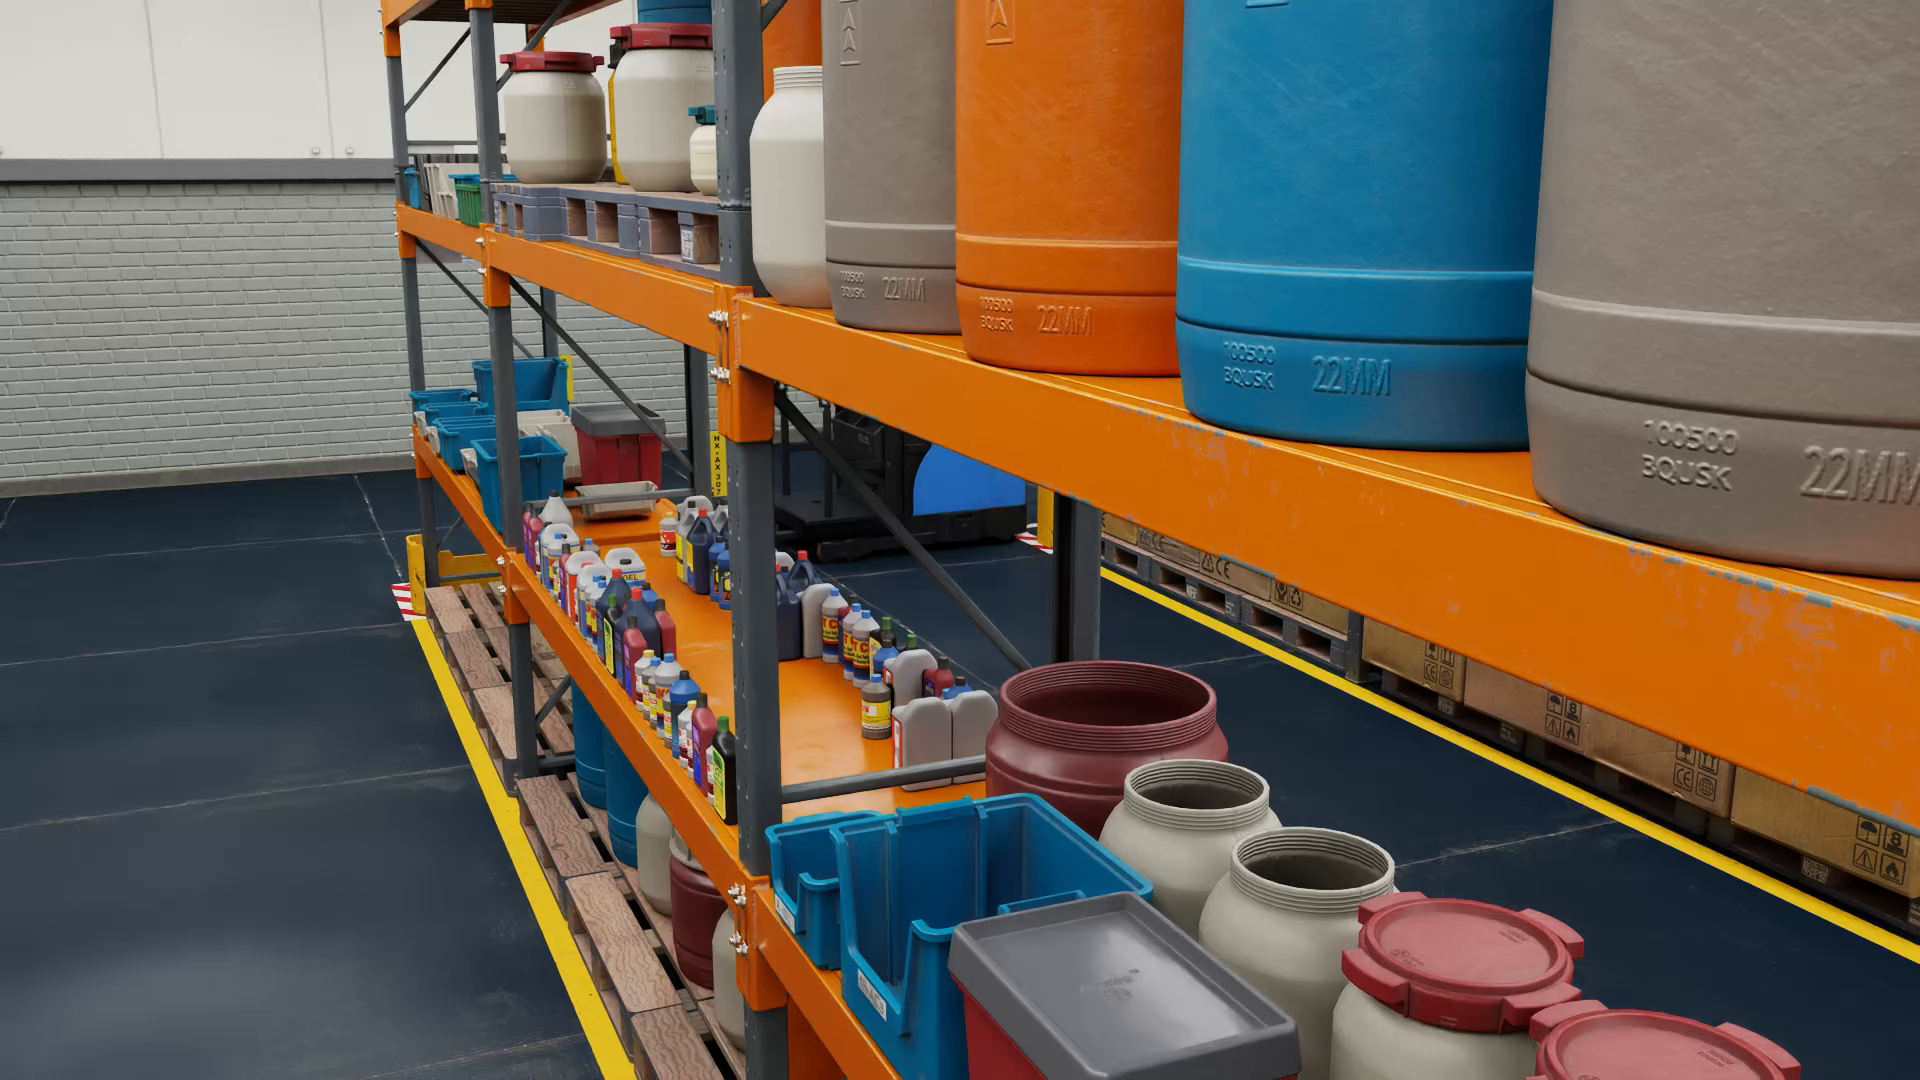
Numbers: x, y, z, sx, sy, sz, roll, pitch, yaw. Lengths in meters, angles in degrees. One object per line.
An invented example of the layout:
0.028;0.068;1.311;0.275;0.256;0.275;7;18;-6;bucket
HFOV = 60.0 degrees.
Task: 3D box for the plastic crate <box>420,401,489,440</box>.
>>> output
-3.244;-0.749;10.692;0.416;0.233;0.300;-6;14;-23;plastic crate

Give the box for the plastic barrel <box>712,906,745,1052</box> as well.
-0.620;1.434;5.608;0.421;0.512;0.421;0;13;0;plastic barrel

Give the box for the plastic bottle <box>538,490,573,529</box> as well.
-1.842;-0.057;7.575;0.144;0.351;0.185;-6;14;-23;plastic bottle

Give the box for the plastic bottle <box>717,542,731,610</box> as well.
-0.953;0.146;6.873;0.097;0.271;0.097;0;13;0;plastic bottle

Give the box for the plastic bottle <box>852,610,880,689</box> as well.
-0.330;0.382;5.854;0.097;0.271;0.097;0;13;0;plastic bottle

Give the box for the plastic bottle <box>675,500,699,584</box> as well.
-1.166;0.006;7.302;0.144;0.351;0.185;-6;14;-23;plastic bottle

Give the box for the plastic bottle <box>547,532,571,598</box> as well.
-1.698;0.103;7.058;0.097;0.271;0.097;0;13;0;plastic bottle

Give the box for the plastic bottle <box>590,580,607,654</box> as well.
-1.342;0.287;6.264;0.097;0.271;0.097;0;13;0;plastic bottle

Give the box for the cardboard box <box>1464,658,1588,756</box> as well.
3.469;0.506;8.810;1.225;0.875;0.875;-6;14;-25;cardboard box

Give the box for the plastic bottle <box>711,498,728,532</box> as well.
-1.034;-0.007;7.359;0.144;0.351;0.185;-6;14;-23;plastic bottle

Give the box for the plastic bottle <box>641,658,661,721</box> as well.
-1.009;0.493;5.530;0.097;0.201;0.097;0;13;0;plastic bottle

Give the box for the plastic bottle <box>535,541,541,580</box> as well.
-1.830;0.069;7.359;0.097;0.201;0.097;0;13;0;plastic bottle

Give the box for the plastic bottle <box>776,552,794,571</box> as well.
-0.753;0.176;6.731;0.152;0.276;0.135;-6;14;-23;plastic bottle

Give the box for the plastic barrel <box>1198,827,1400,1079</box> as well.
0.676;0.860;3.252;0.421;0.512;0.421;0;13;0;plastic barrel

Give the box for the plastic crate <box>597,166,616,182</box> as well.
-1.949;-1.871;8.938;0.497;0.269;0.590;-6;14;-23;plastic crate

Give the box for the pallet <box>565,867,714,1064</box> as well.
-0.939;1.582;6.565;1.003;0.211;1.213;-6;14;-23;pallet

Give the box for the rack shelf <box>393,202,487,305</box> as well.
-2.504;-1.716;9.574;1.077;0.370;4.000;-6;14;-23;rack shelf

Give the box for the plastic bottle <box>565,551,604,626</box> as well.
-1.495;0.190;6.671;0.152;0.276;0.135;-6;14;-23;plastic bottle

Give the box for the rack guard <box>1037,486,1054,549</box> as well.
1.224;-0.253;13.853;1.175;0.500;0.348;-6;14;-23;rack guard

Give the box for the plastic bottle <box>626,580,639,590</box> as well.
-1.295;0.259;6.538;0.097;0.201;0.097;0;13;0;plastic bottle

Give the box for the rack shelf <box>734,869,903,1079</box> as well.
0.701;1.398;2.771;1.077;0.370;4.000;-6;14;-23;rack shelf

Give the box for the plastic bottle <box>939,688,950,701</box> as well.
-0.038;0.566;5.211;0.097;0.201;0.097;0;13;0;plastic bottle

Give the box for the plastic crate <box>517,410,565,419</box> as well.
-2.812;-0.767;10.982;0.396;0.136;0.243;-6;14;-23;plastic crate

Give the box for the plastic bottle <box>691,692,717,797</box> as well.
-0.745;0.599;4.889;0.061;0.283;0.133;-6;14;-23;plastic bottle

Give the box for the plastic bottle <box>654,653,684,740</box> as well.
-0.931;0.499;5.348;0.097;0.271;0.097;0;13;0;plastic bottle

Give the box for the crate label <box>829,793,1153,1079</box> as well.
0.050;0.847;3.479;0.502;0.435;0.616;-6;14;-23;crate label

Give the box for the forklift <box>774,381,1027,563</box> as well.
-1.001;-1.381;13.338;3.031;2.935;1.130;-6;14;-25;forklift

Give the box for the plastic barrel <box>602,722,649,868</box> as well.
-1.216;0.886;7.111;0.600;0.901;0.708;-6;14;-23;plastic barrel

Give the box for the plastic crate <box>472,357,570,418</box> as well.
-2.999;-1.012;11.380;0.616;0.435;0.499;-6;14;-23;plastic crate

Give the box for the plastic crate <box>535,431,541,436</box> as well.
-2.440;-0.591;10.222;0.298;0.136;0.250;-6;14;-23;plastic crate

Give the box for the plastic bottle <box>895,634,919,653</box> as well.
-0.174;0.446;5.551;0.061;0.283;0.133;-6;14;-23;plastic bottle

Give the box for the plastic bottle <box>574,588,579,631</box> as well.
-1.474;0.253;6.566;0.097;0.201;0.097;0;13;0;plastic bottle

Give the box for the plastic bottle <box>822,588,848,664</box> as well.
-0.461;0.314;6.147;0.097;0.271;0.097;0;13;0;plastic bottle

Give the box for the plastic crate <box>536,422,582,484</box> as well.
-2.145;-0.495;9.487;0.437;0.282;0.530;-6;14;-23;plastic crate

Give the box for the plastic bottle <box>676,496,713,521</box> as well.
-1.248;-0.079;7.834;0.152;0.276;0.135;-6;14;-23;plastic bottle

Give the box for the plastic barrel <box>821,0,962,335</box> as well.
0.030;-0.882;3.263;0.600;0.901;0.600;0;13;0;plastic barrel

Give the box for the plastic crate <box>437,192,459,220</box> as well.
-2.561;-1.753;8.724;0.293;0.136;0.466;-6;14;-23;plastic crate

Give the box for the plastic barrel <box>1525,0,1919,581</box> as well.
0.838;-0.465;1.463;0.600;0.901;0.600;0;13;0;plastic barrel

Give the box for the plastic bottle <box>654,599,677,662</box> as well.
-1.053;0.359;5.924;0.061;0.283;0.133;-6;14;-23;plastic bottle

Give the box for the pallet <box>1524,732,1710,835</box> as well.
3.707;1.124;8.543;1.003;0.211;1.213;-6;14;-23;pallet

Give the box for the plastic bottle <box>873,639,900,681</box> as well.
-0.240;0.462;5.506;0.097;0.271;0.097;0;13;0;plastic bottle

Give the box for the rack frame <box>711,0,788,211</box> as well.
-0.100;-2.288;3.799;1.000;3.000;0.127;-6;14;-23;rack frame

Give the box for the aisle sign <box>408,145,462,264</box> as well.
-3.606;-2.273;11.272;0.394;0.787;0.004;-6;14;-23;aisle sign

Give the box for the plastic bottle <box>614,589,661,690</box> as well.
-1.136;0.341;5.854;0.144;0.351;0.185;-6;14;-23;plastic bottle

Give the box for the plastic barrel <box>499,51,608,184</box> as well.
-1.721;-1.793;7.077;0.433;0.535;0.433;0;13;0;plastic barrel

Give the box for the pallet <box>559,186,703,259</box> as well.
-0.842;-1.174;6.056;1.003;0.211;1.213;-6;14;-23;pallet

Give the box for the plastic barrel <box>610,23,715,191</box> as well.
-0.948;-1.450;5.598;0.433;0.535;0.433;0;13;0;plastic barrel

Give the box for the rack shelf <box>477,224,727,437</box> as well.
-0.901;-0.889;6.003;1.077;0.370;4.000;-6;14;-23;rack shelf

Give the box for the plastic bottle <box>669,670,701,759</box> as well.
-0.853;0.539;5.174;0.097;0.271;0.097;0;13;0;plastic bottle

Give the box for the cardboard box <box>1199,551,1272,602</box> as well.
2.284;-0.138;11.595;0.875;0.875;0.875;-6;14;-23;cardboard box

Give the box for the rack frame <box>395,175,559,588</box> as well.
-3.305;-1.018;11.616;1.000;3.000;0.127;-6;14;-23;rack frame

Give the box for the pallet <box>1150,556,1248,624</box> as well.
2.110;0.303;12.093;1.003;0.211;1.213;-6;14;-23;pallet

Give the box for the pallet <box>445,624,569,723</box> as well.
-2.525;0.766;10.092;1.003;0.211;1.213;-6;14;-23;pallet

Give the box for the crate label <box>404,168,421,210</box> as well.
-3.231;-2.187;10.345;0.408;0.251;0.502;-6;14;-23;crate label

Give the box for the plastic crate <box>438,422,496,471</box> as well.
-2.860;-0.551;9.836;0.416;0.233;0.300;-6;14;-23;plastic crate
